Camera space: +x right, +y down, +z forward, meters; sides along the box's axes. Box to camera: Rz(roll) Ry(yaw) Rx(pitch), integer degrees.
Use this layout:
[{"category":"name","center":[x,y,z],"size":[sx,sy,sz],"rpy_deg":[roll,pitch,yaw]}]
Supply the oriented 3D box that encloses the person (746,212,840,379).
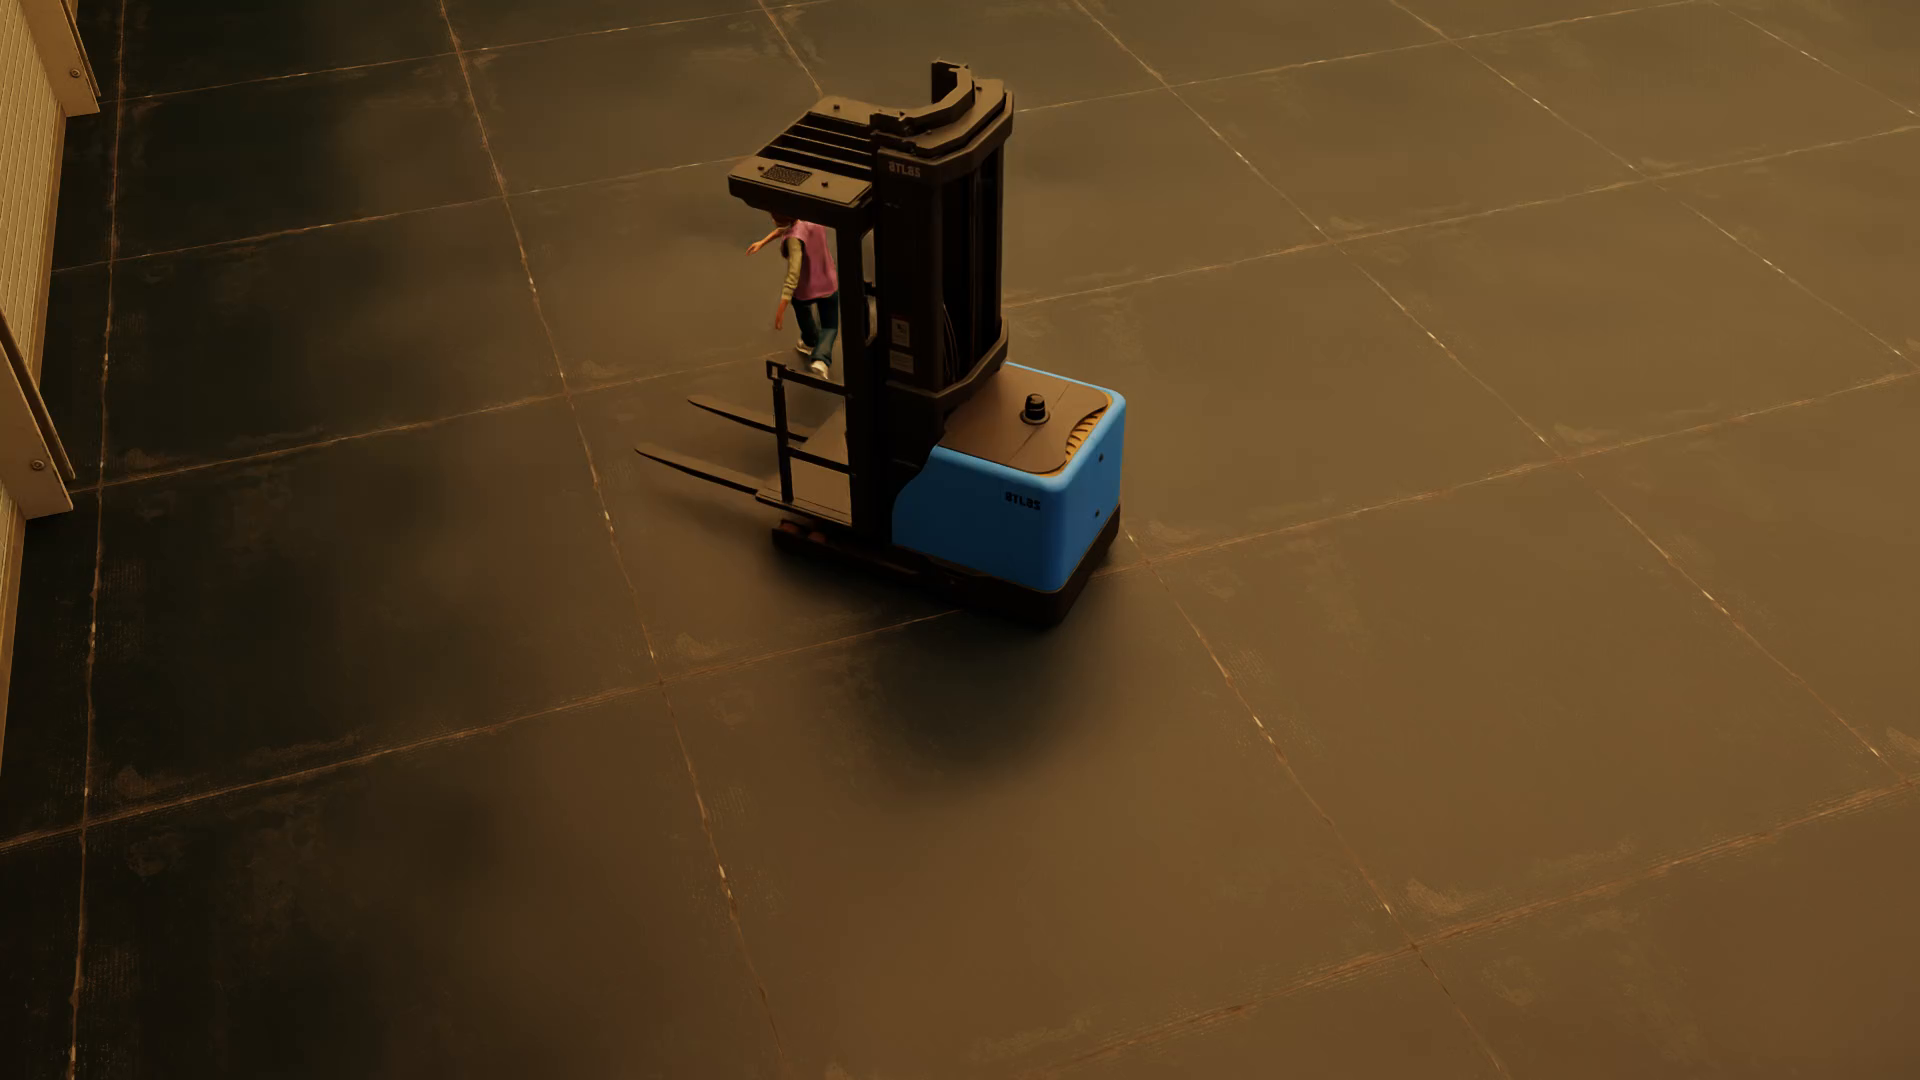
[{"category":"person","center":[-1.076,-1.700,11.264],"size":[0.558,1.372,0.822],"rpy_deg":[-17,43,-19]}]

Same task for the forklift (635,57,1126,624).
[{"category":"forklift","center":[-0.578,-1.293,9.536],"size":[3.031,2.935,1.130],"rpy_deg":[18,43,20]}]
